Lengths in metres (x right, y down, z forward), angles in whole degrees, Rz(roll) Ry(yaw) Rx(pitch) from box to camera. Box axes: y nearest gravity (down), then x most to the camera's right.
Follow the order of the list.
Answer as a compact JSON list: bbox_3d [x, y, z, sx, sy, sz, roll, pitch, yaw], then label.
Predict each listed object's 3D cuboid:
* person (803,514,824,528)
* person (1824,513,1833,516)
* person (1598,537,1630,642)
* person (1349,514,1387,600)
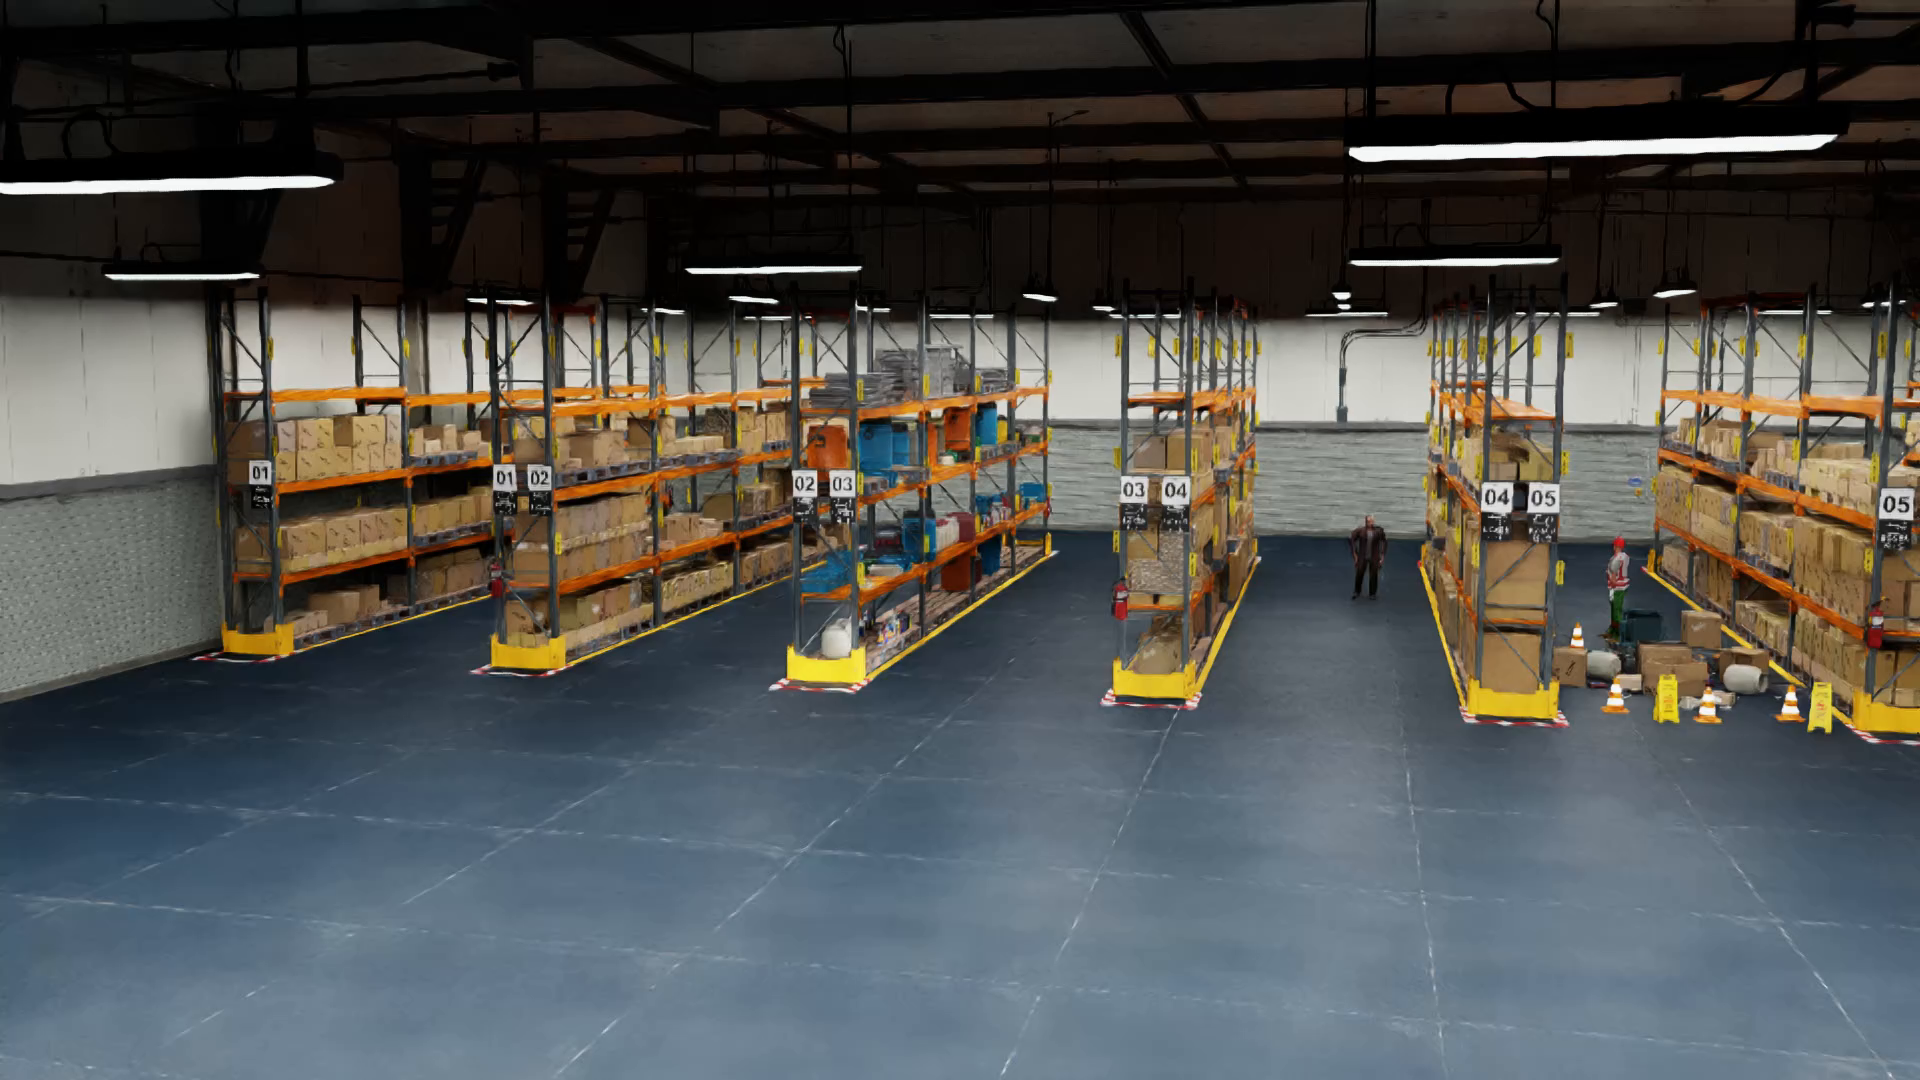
[{"bbox_3d":[-4.166,-1.207,46.424,0.792,1.771,0.547,-3,7,-27],"label":"person"},{"bbox_3d":[19.036,-0.028,36.573,0.520,1.672,0.574,0,7,-2],"label":"person"},{"bbox_3d":[11.171,0.837,28.427,0.494,1.786,0.606,6,9,41],"label":"person"},{"bbox_3d":[8.152,0.331,33.251,0.729,1.733,0.546,1,7,12],"label":"person"}]
